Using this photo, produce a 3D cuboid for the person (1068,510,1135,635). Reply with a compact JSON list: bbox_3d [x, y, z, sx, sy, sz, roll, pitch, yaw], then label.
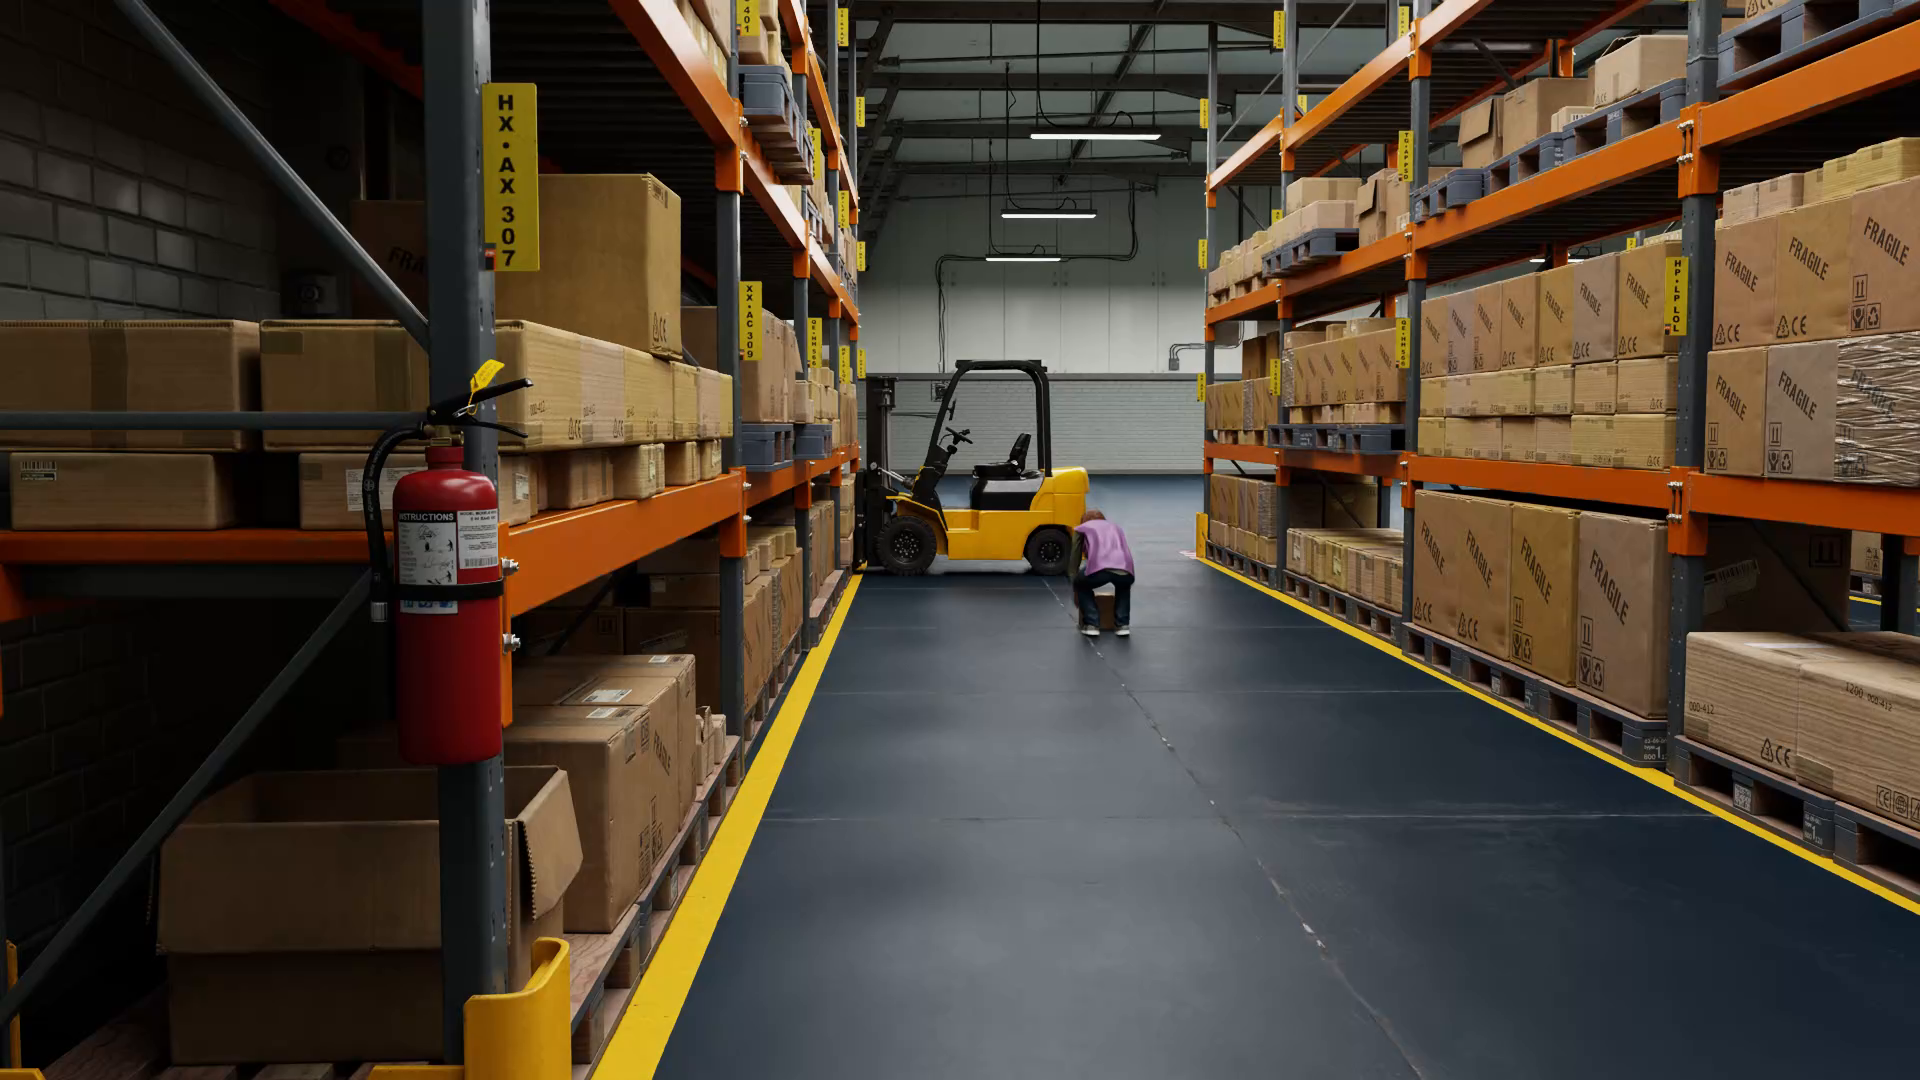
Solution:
[{"bbox_3d":[1.024,0.240,11.999,0.449,0.878,0.797,0,4,-2],"label":"person"}]
